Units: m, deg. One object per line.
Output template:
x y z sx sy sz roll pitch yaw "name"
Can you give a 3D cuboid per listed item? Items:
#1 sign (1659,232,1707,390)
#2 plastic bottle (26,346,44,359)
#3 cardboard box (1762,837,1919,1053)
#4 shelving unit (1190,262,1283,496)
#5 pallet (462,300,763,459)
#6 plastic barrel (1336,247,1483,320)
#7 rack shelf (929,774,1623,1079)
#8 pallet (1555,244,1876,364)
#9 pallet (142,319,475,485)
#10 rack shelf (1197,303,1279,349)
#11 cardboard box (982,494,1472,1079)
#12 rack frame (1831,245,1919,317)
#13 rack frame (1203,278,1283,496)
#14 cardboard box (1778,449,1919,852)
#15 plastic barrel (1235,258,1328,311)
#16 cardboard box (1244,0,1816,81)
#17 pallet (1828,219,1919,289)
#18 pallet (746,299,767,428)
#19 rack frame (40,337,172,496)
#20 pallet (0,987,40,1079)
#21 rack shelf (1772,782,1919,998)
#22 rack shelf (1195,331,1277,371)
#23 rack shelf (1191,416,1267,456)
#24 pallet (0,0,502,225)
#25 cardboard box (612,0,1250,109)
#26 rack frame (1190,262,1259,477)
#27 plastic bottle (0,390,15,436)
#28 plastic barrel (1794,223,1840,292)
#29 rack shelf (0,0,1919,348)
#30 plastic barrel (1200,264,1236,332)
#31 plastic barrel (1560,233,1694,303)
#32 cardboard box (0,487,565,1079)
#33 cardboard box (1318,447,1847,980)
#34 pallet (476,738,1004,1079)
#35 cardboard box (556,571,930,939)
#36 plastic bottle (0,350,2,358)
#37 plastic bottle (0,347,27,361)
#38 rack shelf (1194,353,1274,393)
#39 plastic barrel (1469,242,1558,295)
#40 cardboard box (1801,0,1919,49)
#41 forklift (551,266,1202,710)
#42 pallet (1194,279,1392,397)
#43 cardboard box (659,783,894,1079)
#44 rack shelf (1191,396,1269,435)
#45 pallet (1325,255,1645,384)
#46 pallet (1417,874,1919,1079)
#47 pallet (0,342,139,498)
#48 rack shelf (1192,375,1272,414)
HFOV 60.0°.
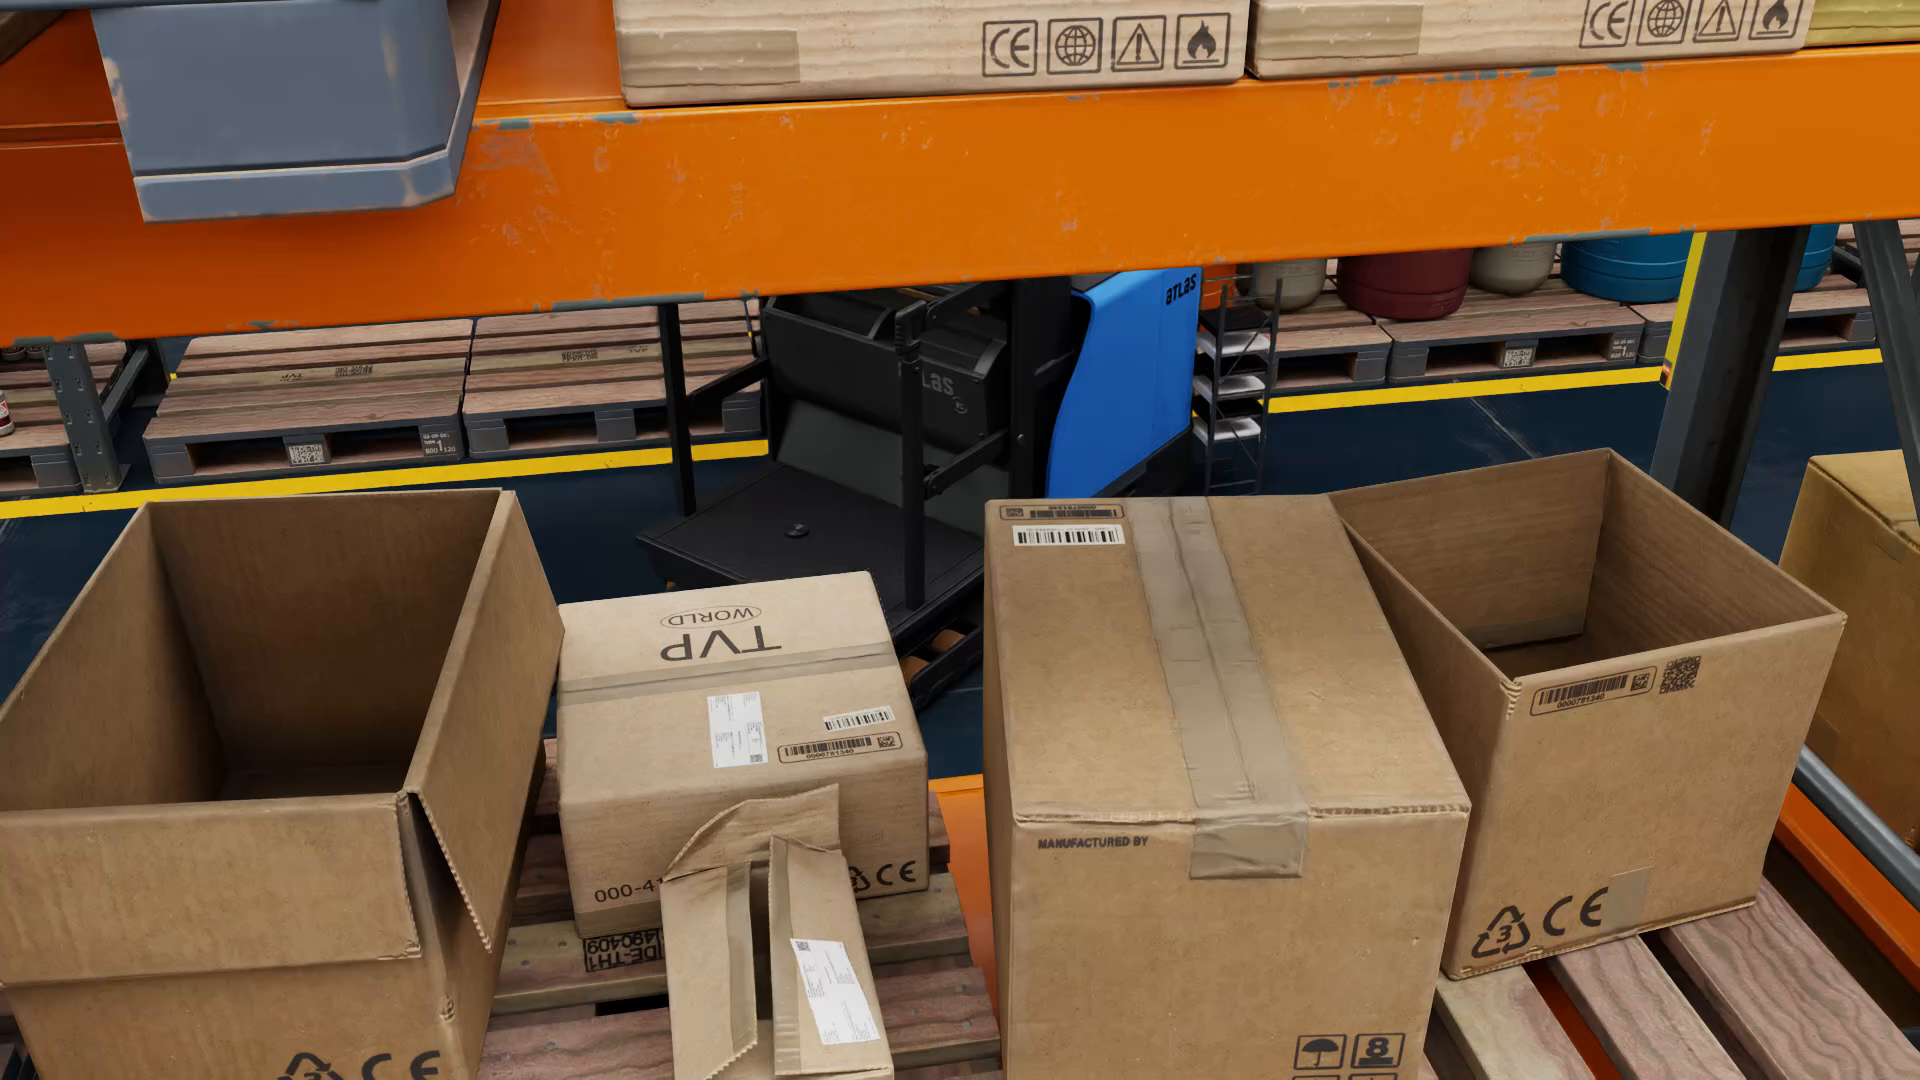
1.248 -0.394 2.818 0.005 0.325 0.100 -5 31 -9 "sign"
-3.968 -0.886 7.125 0.097 0.201 0.097 0 30 0 "plastic bottle"
2.034 1.064 3.163 0.875 0.875 1.225 -7 31 -11 "cardboard box"
1.038 -0.605 6.390 0.258 0.900 0.210 -8 31 -14 "shelving unit"
-1.507 -0.725 7.274 1.213 0.211 1.003 -5 31 -9 "pallet"
2.048 -1.386 7.612 0.708 0.588 0.600 -5 31 -9 "plastic barrel"
-0.616 0.874 2.514 4.000 0.370 1.077 -5 31 -9 "rack shelf"
3.627 -1.201 8.085 1.213 0.211 1.003 -5 31 -9 "pallet"
-2.710 -0.612 7.082 1.213 0.211 1.003 -5 31 -9 "pallet"
1.040 -0.809 6.270 0.258 0.077 0.200 -8 31 -14 "rack shelf"
0.296 0.328 2.221 0.500 0.500 0.700 -1 30 -2 "cardboard box"
4.394 -2.453 7.462 0.127 3.000 1.000 -5 31 -9 "rack frame"
1.067 -0.556 6.306 0.240 0.900 0.006 -8 31 -14 "rack frame"
1.792 0.170 2.903 0.500 0.500 0.500 -4 31 -7 "cardboard box"
1.477 -1.346 7.619 0.421 0.512 0.421 0 30 0 "plastic barrel"
0.442 -0.629 1.549 0.500 0.250 0.500 -5 31 -9 "cardboard box"
5.110 -1.337 8.316 1.213 0.211 1.003 -5 31 -9 "pallet"
-0.310 -0.834 7.461 1.213 0.211 1.003 -5 31 -9 "pallet"
-3.475 -1.723 6.220 0.127 3.000 1.000 -5 31 -9 "rack frame"
-1.805 0.832 2.065 1.213 0.211 1.003 -5 31 -9 "pallet"
3.319 0.509 3.135 4.000 0.370 1.077 -5 31 -9 "rack shelf"
1.039 -0.732 6.315 0.258 0.077 0.200 -8 31 -14 "rack shelf"
1.037 -0.421 6.497 0.258 0.077 0.200 -8 31 -14 "rack shelf"
-0.937 -0.565 1.477 1.003 0.211 1.213 -5 31 -9 "pallet"
-0.052 -0.585 1.473 0.500 0.250 0.500 -4 31 -8 "cardboard box"
1.009 -0.655 6.474 0.240 0.900 0.006 -8 31 -14 "rack frame"
-3.776 -0.518 6.498 0.097 0.201 0.097 0 30 0 "plastic bottle"
3.856 -1.688 7.818 0.708 0.901 0.600 -5 31 -9 "plastic barrel"
-0.616 -0.419 1.753 4.000 0.370 1.077 -5 31 -9 "rack shelf"
0.937 -1.387 7.375 0.708 0.830 0.600 -5 31 -9 "plastic barrel"
3.159 -1.624 7.708 0.708 0.901 0.600 -5 31 -9 "plastic barrel"
-0.895 0.317 2.236 0.637 0.503 0.797 -2 31 -4 "cardboard box"
0.827 0.227 2.392 0.500 0.500 0.500 -9 32 -15 "cardboard box"
-0.589 0.665 2.348 1.213 0.211 1.003 -5 31 -9 "pallet"
-0.339 0.304 2.508 0.500 0.250 0.500 -6 31 -10 "cardboard box"
-4.181 -0.885 7.048 0.135 0.276 0.152 -4 31 -7 "plastic bottle"
-4.068 -0.877 7.109 0.097 0.201 0.097 0 30 0 "plastic bottle"
1.038 -0.654 6.361 0.258 0.077 0.200 -8 31 -14 "rack shelf"
2.587 -1.449 7.795 0.421 0.512 0.421 0 30 0 "plastic barrel"
0.928 -0.681 1.638 0.500 0.250 0.500 -5 31 -9 "cardboard box"
-0.380 -1.003 5.065 1.130 2.935 3.031 21 36 31 "forklift"
1.227 -0.979 7.706 1.213 0.211 1.003 -5 31 -9 "pallet"
-0.240 0.545 2.081 0.258 0.266 0.396 -6 31 -10 "cardboard box"
1.037 -0.499 6.452 0.258 0.077 0.200 -8 31 -14 "rack shelf"
2.425 -1.088 7.892 1.213 0.211 1.003 -5 31 -9 "pallet"
0.669 0.582 2.489 1.003 0.211 1.213 -5 31 -9 "pallet"
-4.144 -0.480 6.858 1.213 0.211 1.003 -5 31 -9 "pallet"
1.038 -0.576 6.406 0.258 0.077 0.200 -8 31 -14 "rack shelf"
